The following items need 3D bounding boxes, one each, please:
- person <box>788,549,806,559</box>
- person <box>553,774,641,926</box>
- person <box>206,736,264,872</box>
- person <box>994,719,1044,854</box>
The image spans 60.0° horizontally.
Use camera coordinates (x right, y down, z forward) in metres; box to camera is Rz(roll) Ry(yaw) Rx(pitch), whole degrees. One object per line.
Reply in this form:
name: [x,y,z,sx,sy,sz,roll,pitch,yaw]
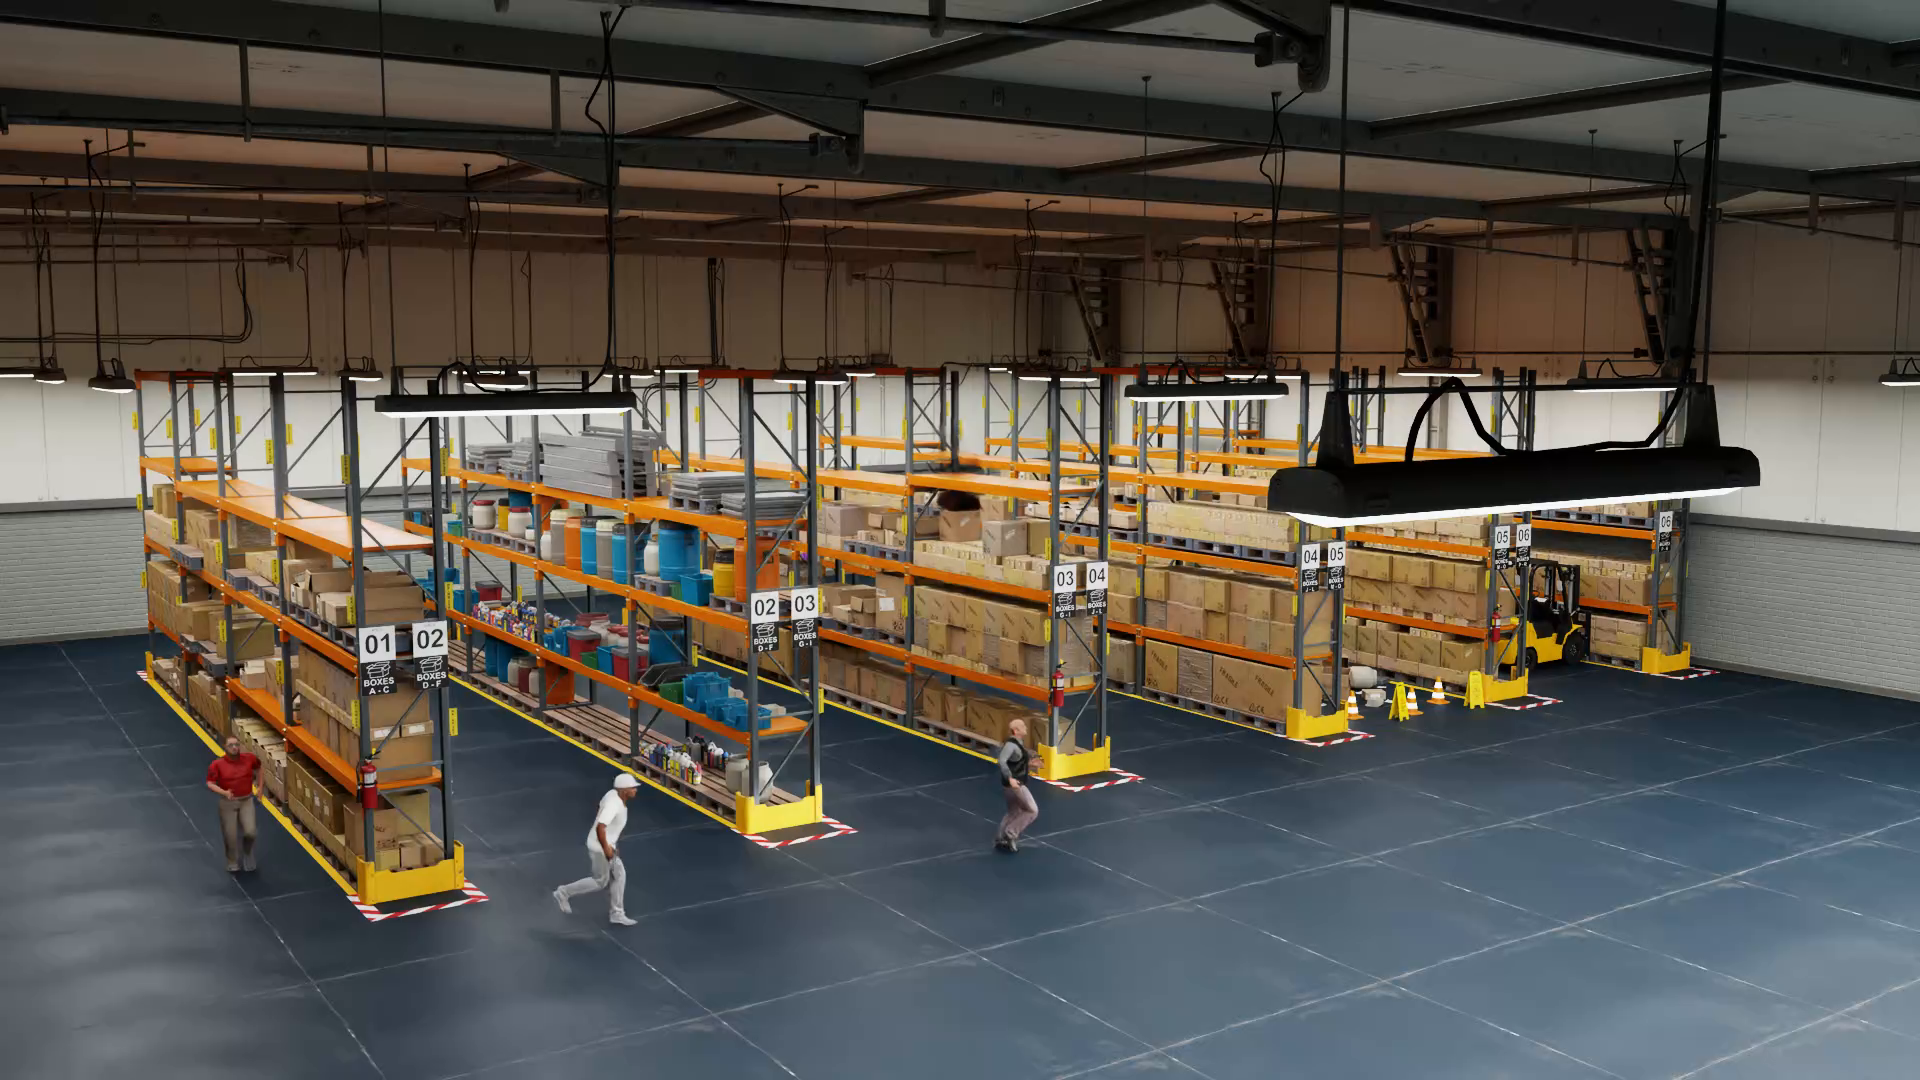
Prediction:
person: [-4.097,0.847,40.968,0.735,1.792,0.706,4,8,34]
person: [-4.018,3.438,18.411,0.978,1.708,0.708,-2,7,-14]
person: [-8.739,3.221,20.145,0.684,1.722,0.658,-4,8,-32]
person: [0.752,3.106,21.097,0.645,1.694,0.639,0,6,-1]
